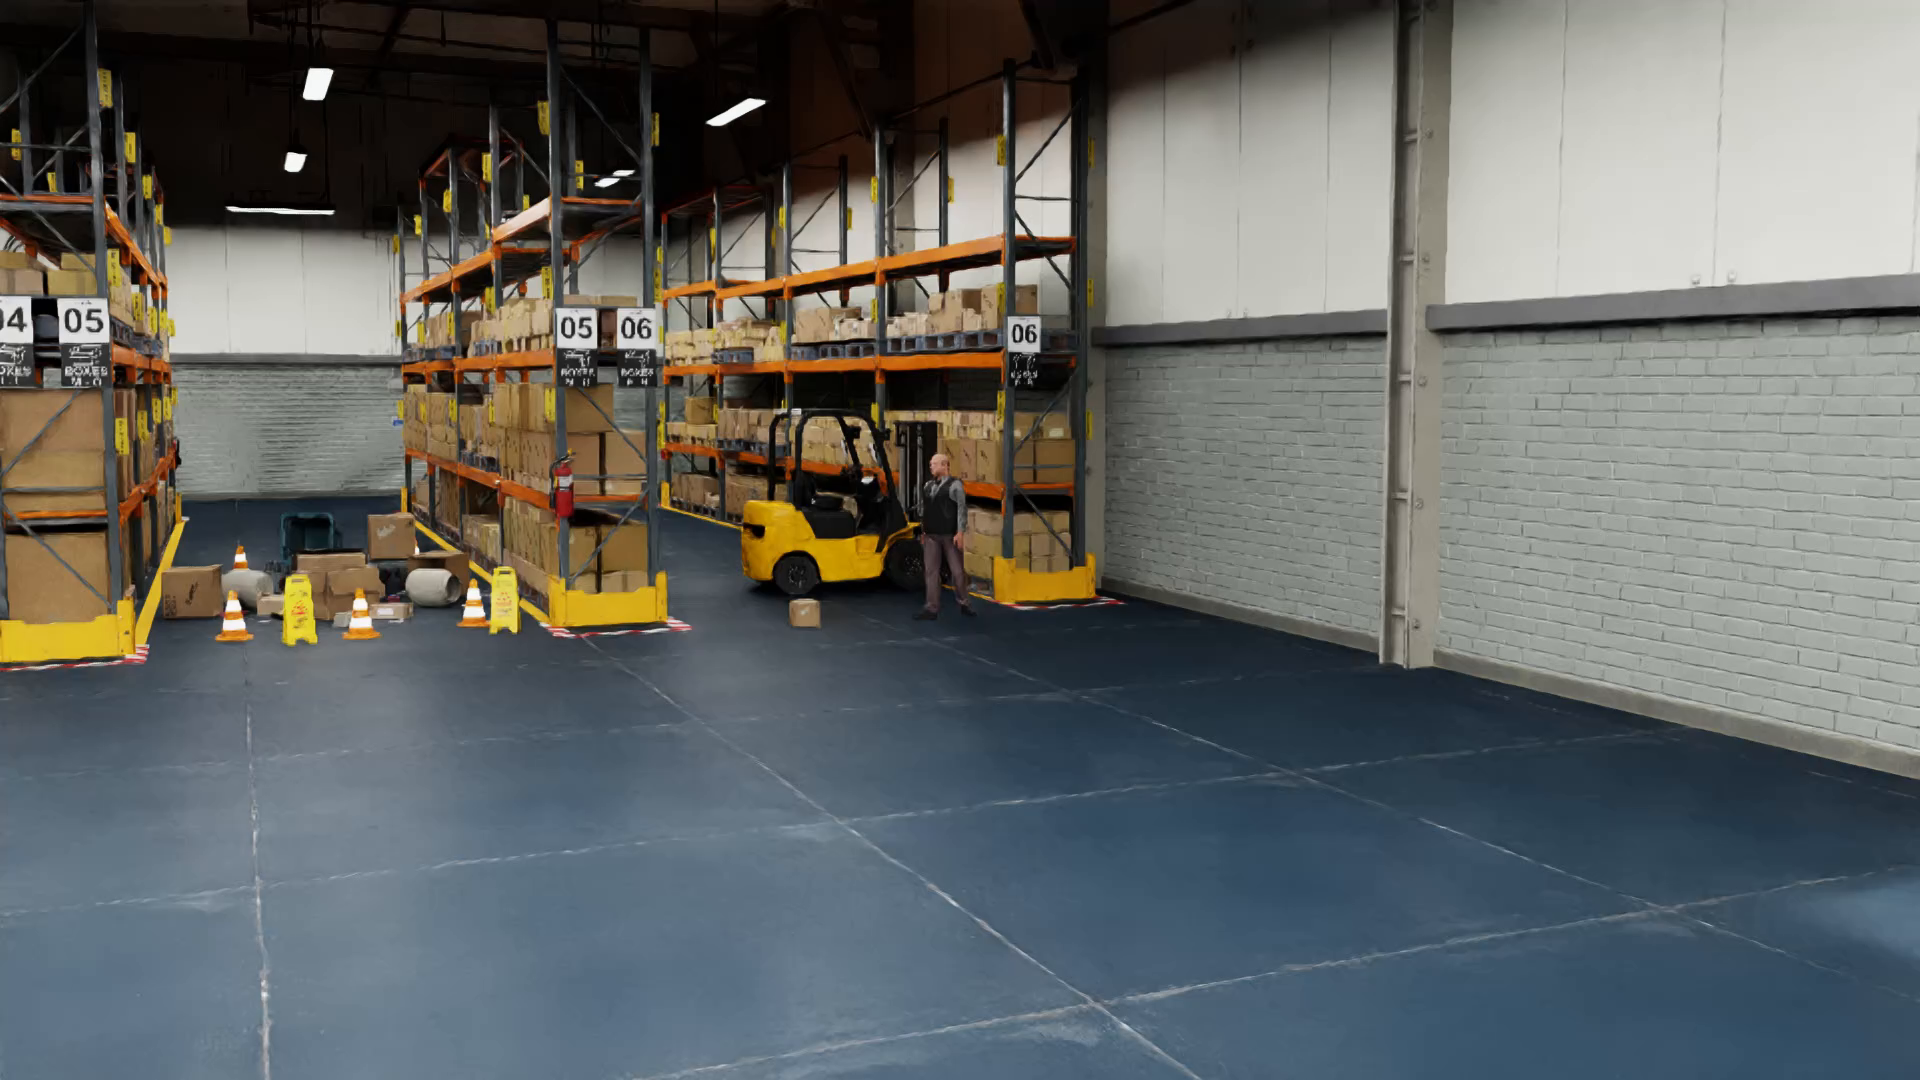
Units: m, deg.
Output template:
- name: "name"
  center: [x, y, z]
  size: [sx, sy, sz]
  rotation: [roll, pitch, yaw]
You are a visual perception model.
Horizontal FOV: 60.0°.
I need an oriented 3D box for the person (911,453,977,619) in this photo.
- name: "person"
  center: [-0.180, -0.044, 17.352]
  size: [0.649, 1.720, 0.619]
  rotation: [4, 6, 33]
